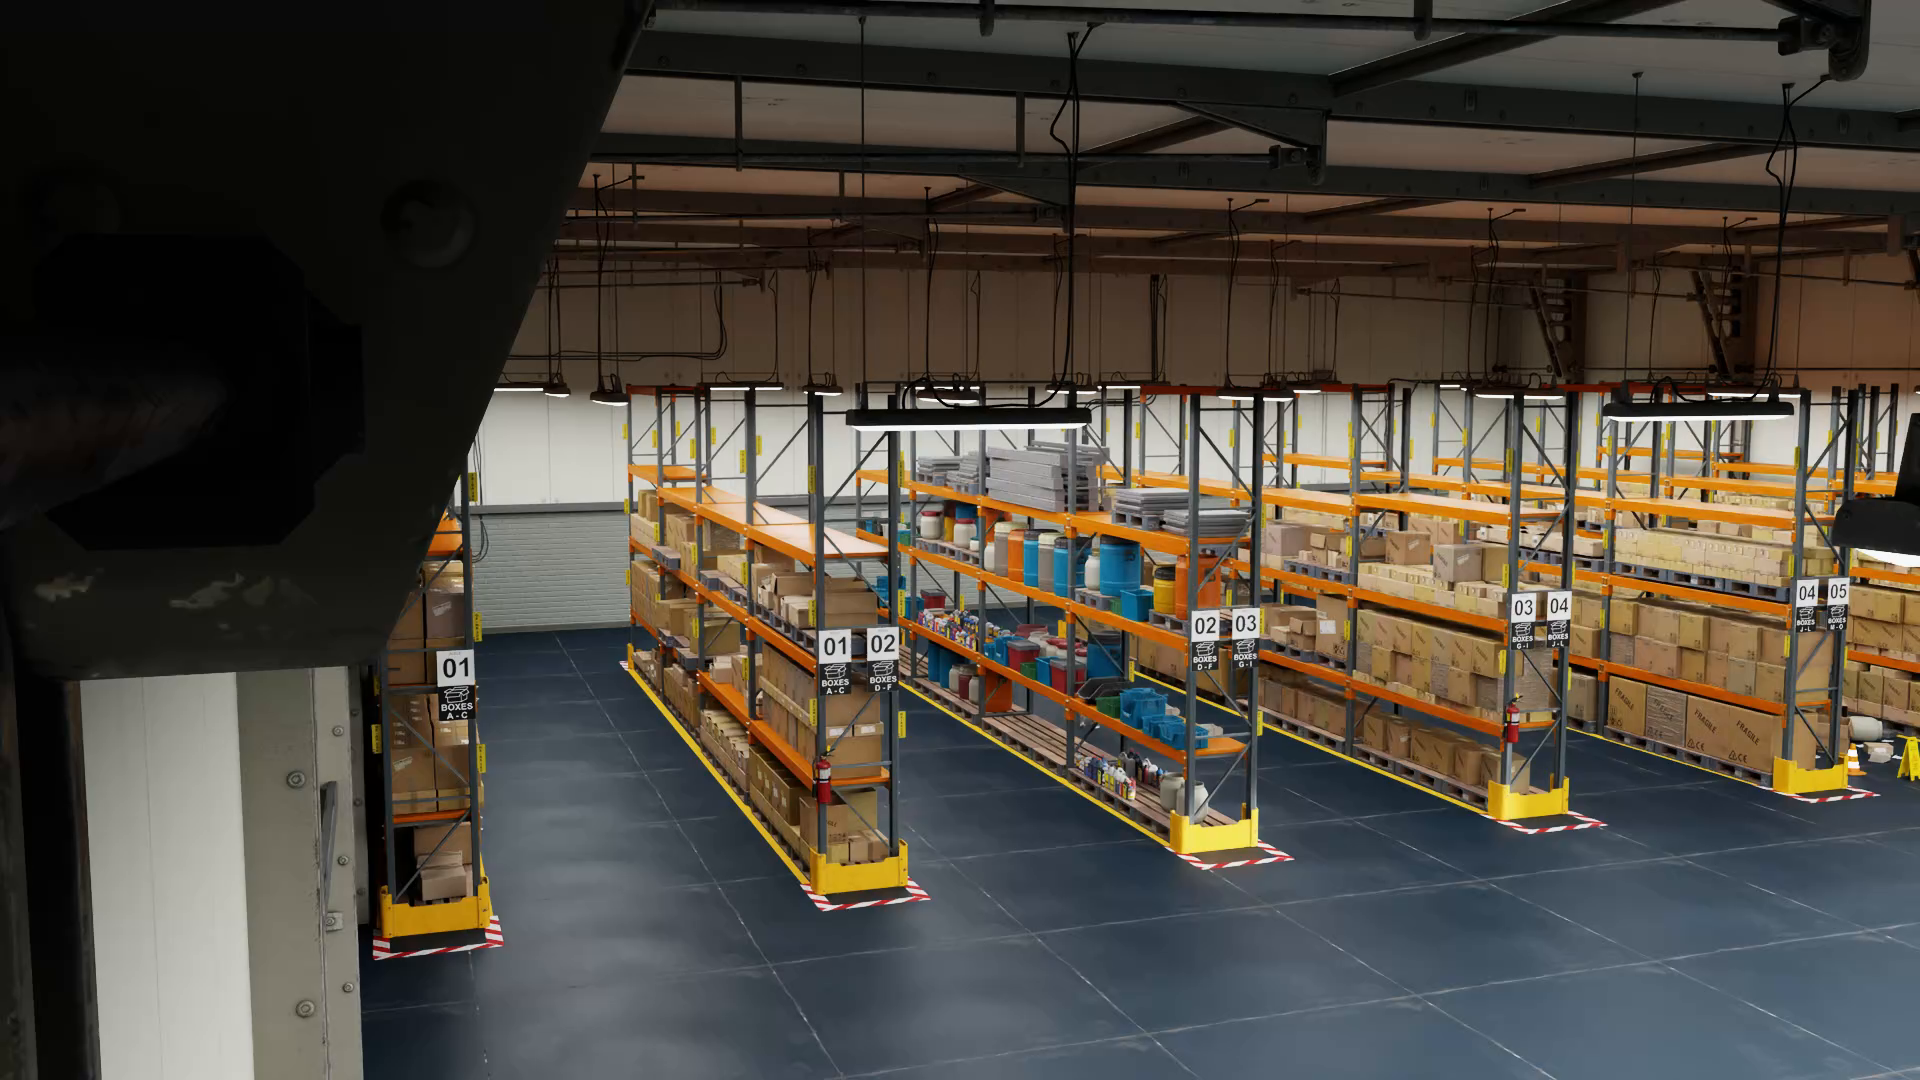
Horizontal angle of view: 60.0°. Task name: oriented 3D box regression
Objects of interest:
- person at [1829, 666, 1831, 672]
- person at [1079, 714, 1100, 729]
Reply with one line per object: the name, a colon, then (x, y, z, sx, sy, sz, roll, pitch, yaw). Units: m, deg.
person: (17.871, 1.877, 34.662, 0.646, 1.797, 0.692, -3, 7, -30)
person: (2.290, 2.552, 29.156, 0.481, 1.599, 0.545, 3, 6, 23)
